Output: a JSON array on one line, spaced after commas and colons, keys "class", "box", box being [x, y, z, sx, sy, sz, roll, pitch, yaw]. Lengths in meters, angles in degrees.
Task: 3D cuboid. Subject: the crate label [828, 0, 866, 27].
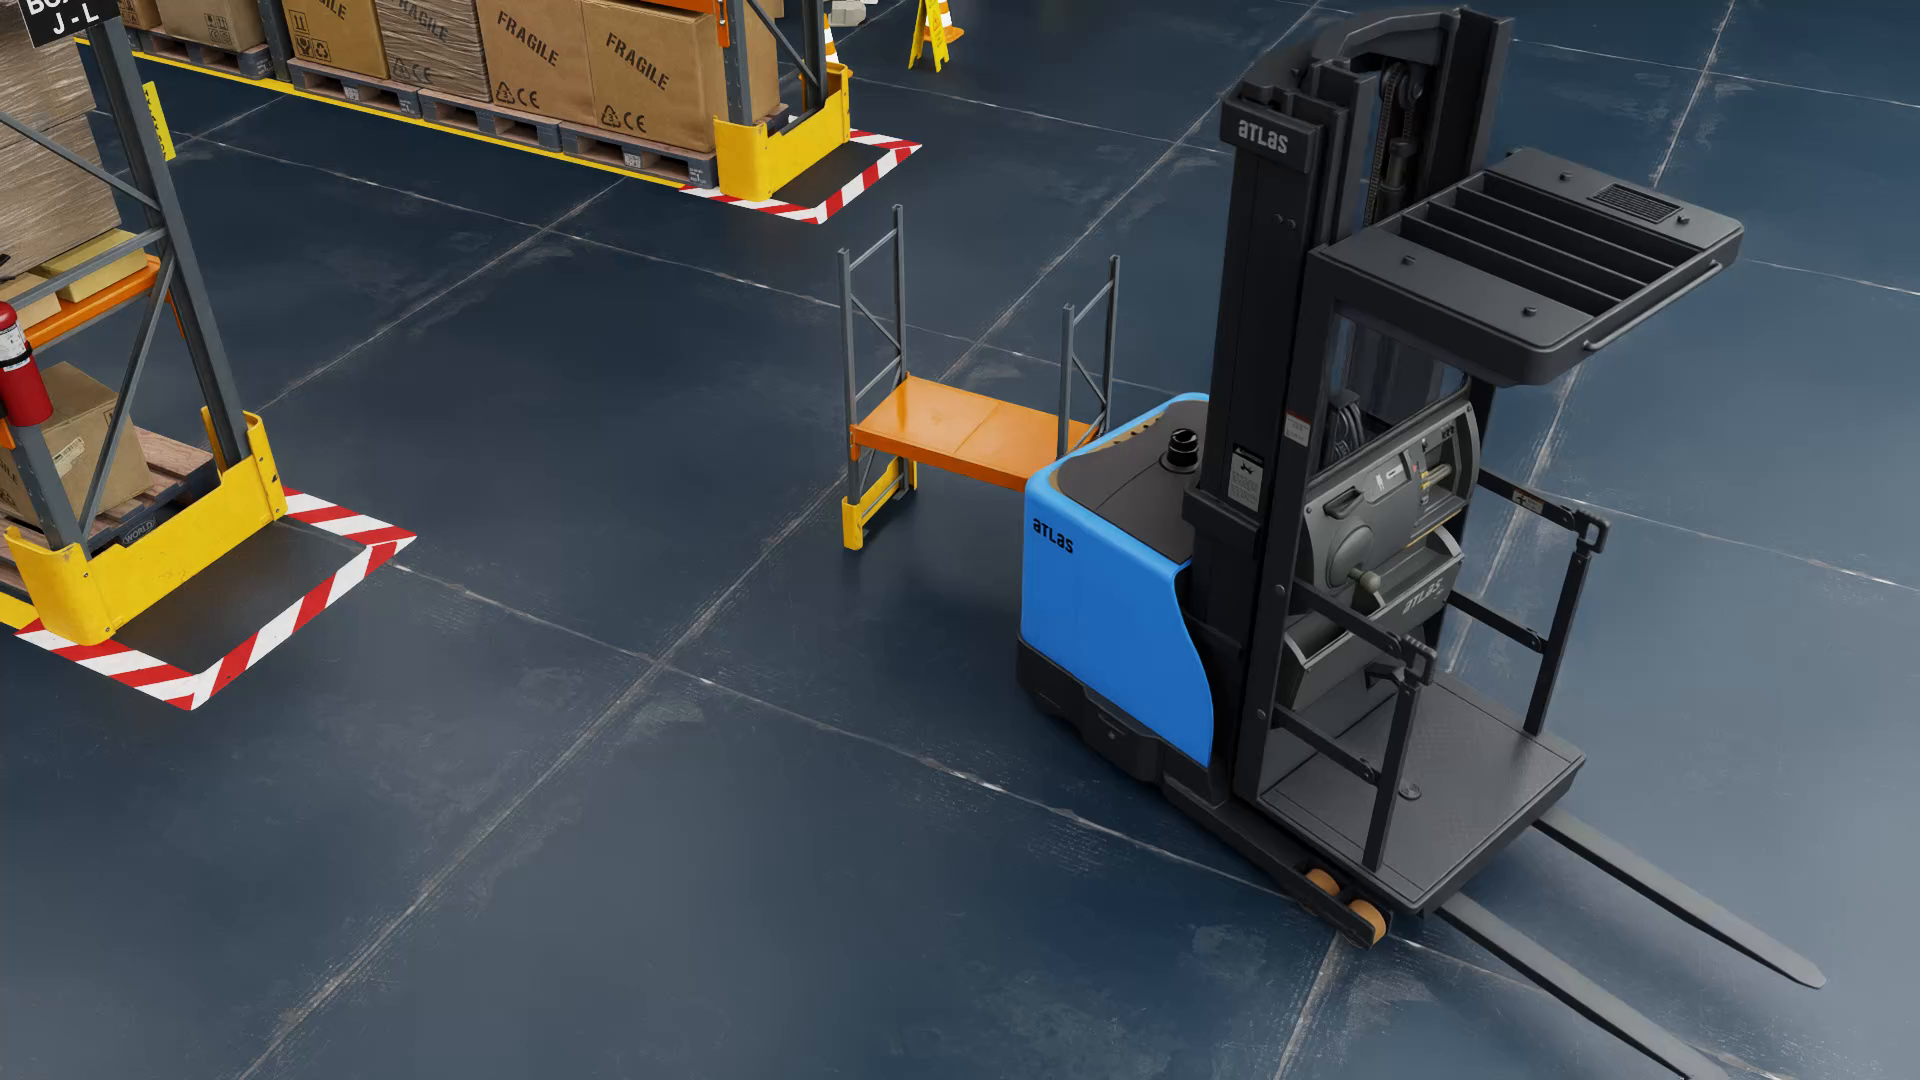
[{"class": "crate label", "box": [-0.893, -4.167, 13.126, 0.298, 0.136, 0.250, -2, 37, -2]}]

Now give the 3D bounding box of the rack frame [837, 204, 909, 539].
[{"class": "rack frame", "box": [-0.376, -0.715, 7.451, 0.032, 1.500, 0.500, 17, 41, 21]}]

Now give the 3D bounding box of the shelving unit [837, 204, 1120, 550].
[{"class": "shelving unit", "box": [0.068, -0.576, 7.269, 1.083, 1.500, 0.587, 17, 41, 21]}]

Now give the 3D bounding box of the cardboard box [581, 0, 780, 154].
[{"class": "cardboard box", "box": [-1.802, -3.174, 10.860, 0.875, 0.875, 0.875, 18, 41, 22]}]

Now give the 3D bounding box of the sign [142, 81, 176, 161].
[{"class": "sign", "box": [-3.291, -1.701, 6.794, 0.005, 0.325, 0.100, 17, 41, 21]}]

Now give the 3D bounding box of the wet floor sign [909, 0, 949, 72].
[{"class": "wet floor sign", "box": [-0.233, -3.817, 12.245, 0.232, 0.644, 0.267, 11, 38, 14]}]

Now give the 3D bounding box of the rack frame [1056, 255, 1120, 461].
[{"class": "rack frame", "box": [0.527, -0.432, 7.079, 0.032, 1.500, 0.500, 17, 41, 21]}]

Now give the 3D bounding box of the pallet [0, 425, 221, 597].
[{"class": "pallet", "box": [-4.313, -0.220, 7.866, 1.213, 0.211, 1.003, 17, 41, 21]}]

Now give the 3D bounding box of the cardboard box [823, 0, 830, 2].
[{"class": "cardboard box", "box": [-1.075, -4.530, 13.594, 0.380, 0.149, 0.250, -21, 42, -25]}]

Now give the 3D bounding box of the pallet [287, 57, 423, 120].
[{"class": "pallet", "box": [-4.082, -3.448, 12.118, 1.213, 0.211, 1.003, 17, 41, 21]}]

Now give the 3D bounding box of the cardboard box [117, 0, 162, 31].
[{"class": "cardboard box", "box": [-6.169, -4.478, 12.681, 0.750, 0.750, 1.050, 17, 41, 21]}]

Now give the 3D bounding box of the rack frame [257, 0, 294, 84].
[{"class": "rack frame", "box": [-4.721, -4.812, 11.608, 0.127, 3.000, 1.000, 17, 41, 21]}]

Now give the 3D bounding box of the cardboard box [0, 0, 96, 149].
[{"class": "cardboard box", "box": [-3.903, -1.921, 6.644, 0.500, 0.500, 0.500, 17, 41, 21]}]

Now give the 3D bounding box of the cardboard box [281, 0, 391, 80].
[{"class": "cardboard box", "box": [-4.195, -3.921, 11.844, 0.875, 0.875, 0.875, 18, 41, 22]}]

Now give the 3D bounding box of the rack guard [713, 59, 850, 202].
[{"class": "rack guard", "box": [-1.148, -2.698, 10.890, 0.348, 0.500, 1.175, 17, 41, 21]}]

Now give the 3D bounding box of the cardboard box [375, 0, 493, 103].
[{"class": "cardboard box", "box": [-3.393, -3.672, 11.517, 0.875, 0.875, 0.875, 18, 41, 22]}]

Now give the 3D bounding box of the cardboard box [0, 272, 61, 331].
[{"class": "cardboard box", "box": [-3.888, -0.933, 6.706, 0.250, 0.149, 0.380, 17, 41, 21]}]

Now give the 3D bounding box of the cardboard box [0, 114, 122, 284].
[{"class": "cardboard box", "box": [-4.016, -1.391, 6.773, 0.500, 0.500, 0.875, 17, 41, 21]}]

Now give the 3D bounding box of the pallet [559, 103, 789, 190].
[{"class": "pallet", "box": [-1.915, -2.769, 11.224, 1.213, 0.211, 1.003, 17, 41, 21]}]

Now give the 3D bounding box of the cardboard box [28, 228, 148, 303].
[{"class": "cardboard box", "box": [-3.684, -1.172, 7.021, 0.250, 0.149, 0.380, 17, 41, 21]}]

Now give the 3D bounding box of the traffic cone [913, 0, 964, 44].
[{"class": "traffic cone", "box": [-0.166, -4.112, 12.784, 0.334, 0.463, 0.336, 17, 41, 21]}]

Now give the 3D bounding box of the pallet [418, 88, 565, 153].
[{"class": "pallet", "box": [-2.995, -3.109, 11.672, 1.213, 0.211, 1.003, 17, 41, 21]}]

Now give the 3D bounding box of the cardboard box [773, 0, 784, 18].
[{"class": "cardboard box", "box": [-1.707, -4.520, 13.289, 0.637, 0.503, 0.797, -8, 38, -10]}]

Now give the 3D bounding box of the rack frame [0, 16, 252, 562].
[{"class": "rack frame", "box": [-3.540, -1.065, 6.672, 0.127, 3.000, 1.000, 17, 41, 21]}]

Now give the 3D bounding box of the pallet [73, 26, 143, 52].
[{"class": "pallet", "box": [-6.529, -4.214, 13.127, 1.213, 0.211, 1.003, 17, 41, 21]}]

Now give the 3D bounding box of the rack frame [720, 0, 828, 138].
[{"class": "rack frame", "box": [-1.169, -3.700, 10.143, 0.127, 3.000, 1.000, 17, 41, 21]}]

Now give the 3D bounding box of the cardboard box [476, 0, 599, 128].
[{"class": "cardboard box", "box": [-2.584, -3.417, 11.181, 0.875, 0.875, 0.875, 17, 40, 21]}]

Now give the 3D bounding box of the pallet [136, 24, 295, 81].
[{"class": "pallet", "box": [-5.441, -3.875, 12.681, 1.213, 0.211, 1.003, 17, 41, 21]}]

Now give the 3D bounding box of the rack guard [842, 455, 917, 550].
[{"class": "rack guard", "box": [-0.375, -0.217, 7.829, 0.087, 0.250, 0.587, 17, 41, 21]}]

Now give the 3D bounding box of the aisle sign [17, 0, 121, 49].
[{"class": "aisle sign", "box": [-3.347, -2.244, 6.076, 0.004, 0.787, 0.394, 17, 41, 21]}]

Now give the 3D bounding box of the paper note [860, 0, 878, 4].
[{"class": "paper note", "box": [-0.737, -4.397, 13.517, 0.142, 0.019, 0.148, 4, 37, 6]}]

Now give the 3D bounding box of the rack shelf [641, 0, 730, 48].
[{"class": "rack shelf", "box": [-2.945, -3.969, 11.093, 4.000, 0.370, 1.077, 17, 41, 21]}]

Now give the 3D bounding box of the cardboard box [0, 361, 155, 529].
[{"class": "cardboard box", "box": [-4.087, -0.419, 7.541, 0.500, 0.500, 0.500, 25, 44, 29]}]

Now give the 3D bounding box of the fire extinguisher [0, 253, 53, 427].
[{"class": "fire extinguisher", "box": [-3.650, -0.755, 6.328, 0.183, 0.674, 0.296, 17, 41, 21]}]

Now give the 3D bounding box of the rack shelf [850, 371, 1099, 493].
[{"class": "rack shelf", "box": [0.076, -0.430, 7.374, 1.000, 0.185, 0.538, 17, 41, 21]}]

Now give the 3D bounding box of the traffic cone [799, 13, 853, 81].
[{"class": "traffic cone", "box": [-0.988, -3.599, 12.109, 0.334, 0.463, 0.336, 17, 41, 21]}]

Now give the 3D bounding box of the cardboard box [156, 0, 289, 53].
[{"class": "cardboard box", "box": [-5.314, -4.208, 12.325, 0.750, 0.750, 1.050, 17, 40, 21]}]

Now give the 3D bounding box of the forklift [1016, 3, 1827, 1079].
[{"class": "forklift", "box": [1.593, -0.084, 5.437, 1.130, 2.935, 3.031, -29, 46, -32]}]

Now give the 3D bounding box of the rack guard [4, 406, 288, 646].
[{"class": "rack guard", "box": [-3.608, -0.090, 7.456, 0.348, 0.500, 1.175, 17, 41, 21]}]

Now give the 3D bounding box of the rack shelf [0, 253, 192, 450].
[{"class": "rack shelf", "box": [-5.316, -1.335, 7.622, 4.000, 0.370, 1.077, 17, 41, 21]}]

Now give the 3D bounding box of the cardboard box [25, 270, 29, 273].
[{"class": "cardboard box", "box": [-3.897, -1.252, 7.126, 0.250, 0.149, 0.380, 17, 41, 21]}]
